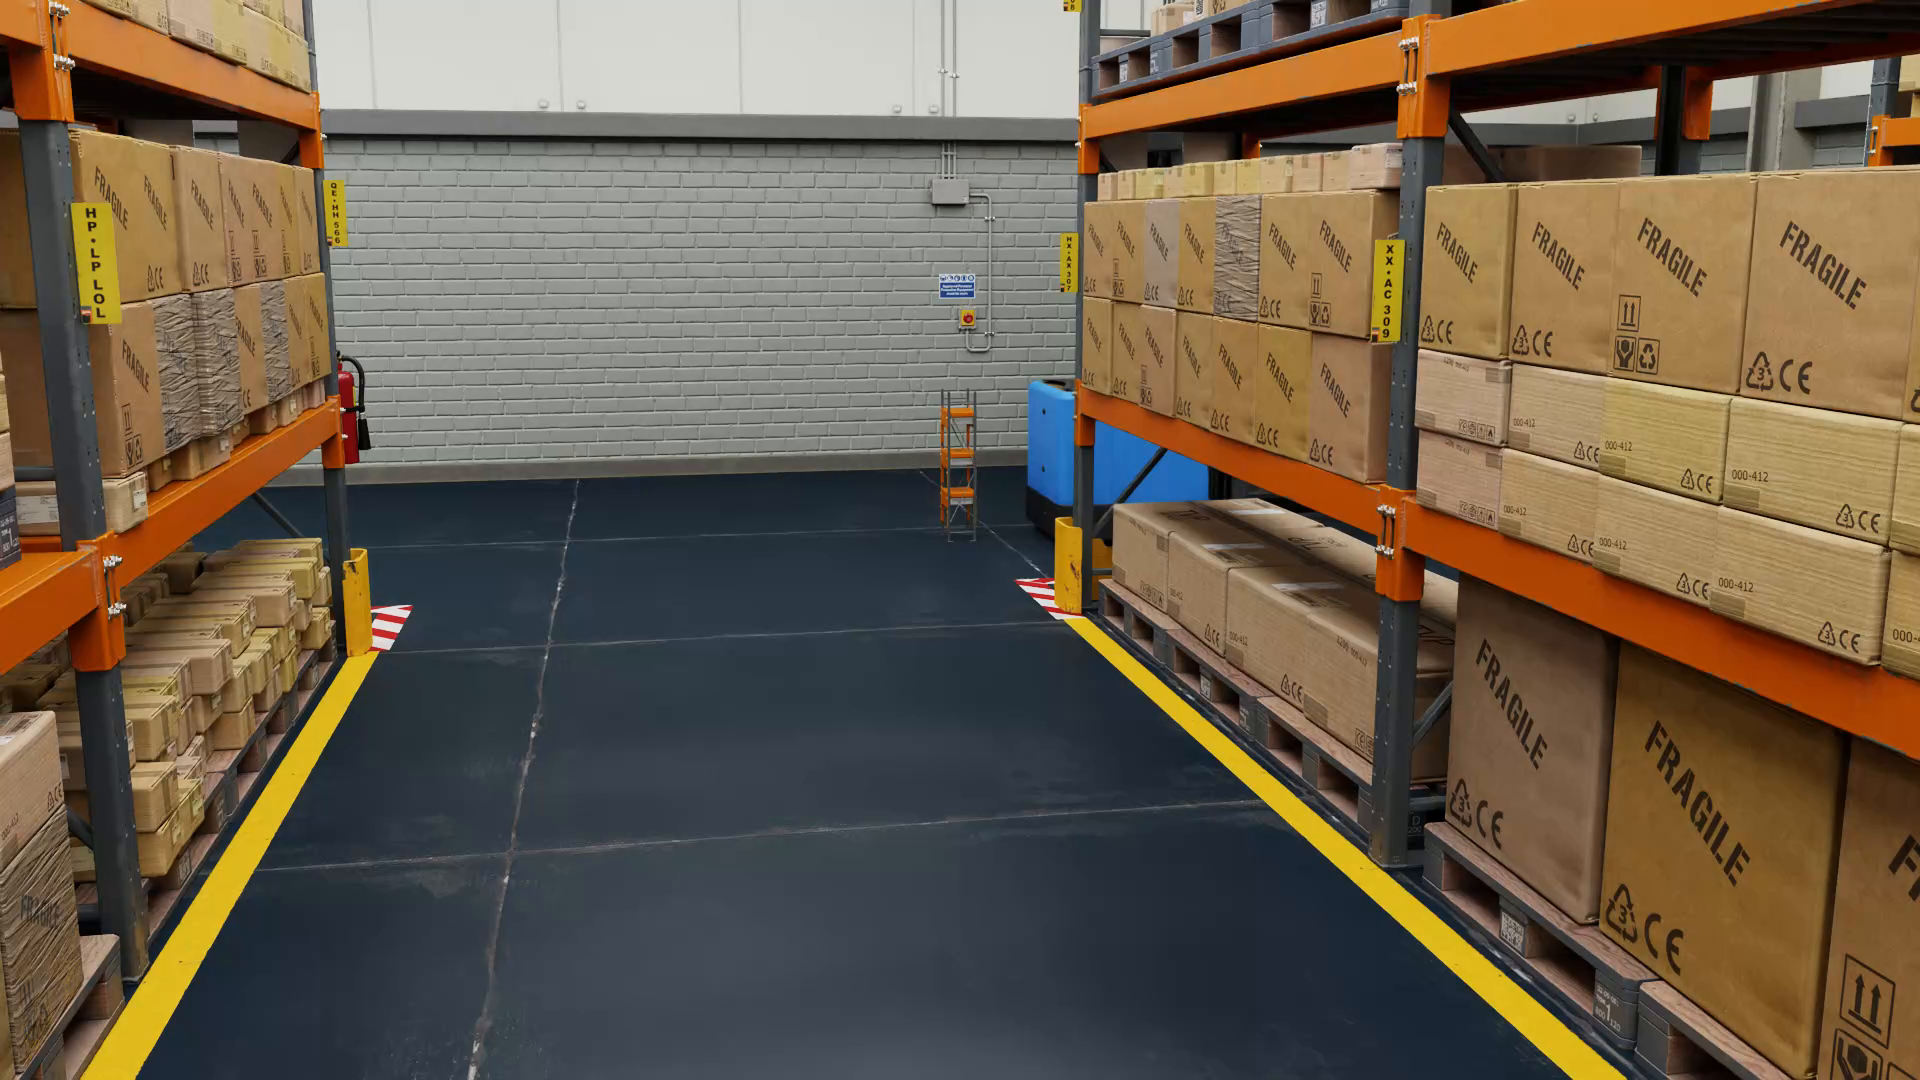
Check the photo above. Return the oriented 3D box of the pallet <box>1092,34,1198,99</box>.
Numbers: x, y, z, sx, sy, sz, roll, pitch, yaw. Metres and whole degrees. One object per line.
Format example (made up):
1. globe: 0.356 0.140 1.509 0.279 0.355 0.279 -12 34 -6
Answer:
1. pallet: 1.308 -2.392 8.458 1.003 0.211 1.213 -2 11 -11

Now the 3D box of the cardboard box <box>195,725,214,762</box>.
1. cardboard box: -2.996 0.764 6.159 0.380 0.149 0.250 -3 11 -13

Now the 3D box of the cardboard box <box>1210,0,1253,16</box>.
1. cardboard box: 1.398 -2.501 7.134 0.500 0.500 0.500 -2 11 -10

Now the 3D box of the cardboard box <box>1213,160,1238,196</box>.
1. cardboard box: 1.310 -1.550 7.139 0.380 0.149 0.250 -2 11 -11

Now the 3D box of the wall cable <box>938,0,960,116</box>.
1. wall cable: -0.229 -5.078 14.310 0.463 3.000 0.029 -2 11 -11

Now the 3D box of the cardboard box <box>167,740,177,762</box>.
1. cardboard box: -2.881 0.717 5.610 0.380 0.149 0.250 -2 11 -11

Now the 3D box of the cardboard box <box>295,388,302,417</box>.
1. cardboard box: -3.267 -0.634 7.678 0.380 0.149 0.250 -2 11 -12

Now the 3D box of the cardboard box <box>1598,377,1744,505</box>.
1. cardboard box: 1.941 -0.257 4.090 0.500 0.250 0.500 -2 11 -10

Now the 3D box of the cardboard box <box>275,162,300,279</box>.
1. cardboard box: -3.251 -1.418 7.388 0.500 0.500 0.500 -3 11 -13

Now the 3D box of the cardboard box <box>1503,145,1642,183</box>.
1. cardboard box: 2.125 -1.291 5.779 0.380 0.149 0.250 -2 11 -12

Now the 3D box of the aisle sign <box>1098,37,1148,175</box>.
1. aisle sign: 0.855 -2.378 9.214 0.394 0.787 0.004 -2 11 -11

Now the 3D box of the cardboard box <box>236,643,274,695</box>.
1. cardboard box: -2.971 0.522 6.638 0.380 0.149 0.250 -2 11 -10

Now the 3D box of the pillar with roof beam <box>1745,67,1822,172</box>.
1. pillar with roof beam: 2.159 -4.597 11.782 9.100 9.000 0.400 -2 11 -11

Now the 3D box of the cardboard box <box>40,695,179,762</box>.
1. cardboard box: -2.764 0.613 5.366 0.380 0.149 0.250 -2 11 -8

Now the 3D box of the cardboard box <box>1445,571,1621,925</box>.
1. cardboard box: 2.130 0.584 5.166 0.875 0.875 0.875 -2 11 -9

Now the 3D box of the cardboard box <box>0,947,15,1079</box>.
1. cardboard box: -2.414 1.076 3.581 0.500 0.500 0.500 -2 11 -12

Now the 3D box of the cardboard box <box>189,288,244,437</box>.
1. cardboard box: -2.919 -0.645 6.002 0.500 0.500 0.500 -2 11 -12

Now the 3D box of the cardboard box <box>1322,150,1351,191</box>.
1. cardboard box: 1.576 -1.367 6.178 0.380 0.149 0.250 -2 11 -11

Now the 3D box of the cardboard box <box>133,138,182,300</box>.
1. cardboard box: -2.869 -1.038 5.393 0.500 0.500 0.500 -2 11 -13

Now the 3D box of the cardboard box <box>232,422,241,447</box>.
1. cardboard box: -3.110 -0.439 6.653 0.380 0.149 0.250 -2 11 -10

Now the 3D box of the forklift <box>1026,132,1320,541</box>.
1. forklift: 2.050 -1.511 11.795 3.031 2.935 1.130 -2 11 -11

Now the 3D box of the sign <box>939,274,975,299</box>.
1. sign: -0.025 -2.274 14.897 0.327 0.218 0.001 -2 11 -11

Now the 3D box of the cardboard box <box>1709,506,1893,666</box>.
1. cardboard box: 2.032 0.081 3.650 0.500 0.250 0.500 -2 11 -12

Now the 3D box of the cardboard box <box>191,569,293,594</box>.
1. cardboard box: -3.175 0.231 7.370 0.380 0.149 0.250 -3 11 -13

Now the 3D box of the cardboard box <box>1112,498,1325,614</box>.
1. cardboard box: 1.380 0.072 9.027 0.875 0.438 0.875 -3 11 -13

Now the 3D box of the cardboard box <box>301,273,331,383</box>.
1. cardboard box: -3.343 -1.022 7.979 0.500 0.500 0.500 -2 11 -10

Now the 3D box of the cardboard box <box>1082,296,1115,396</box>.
1. cardboard box: 0.965 -1.049 8.917 0.500 0.500 0.500 -2 11 -11

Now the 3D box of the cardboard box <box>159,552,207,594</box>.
1. cardboard box: -3.742 0.157 7.759 0.380 0.149 0.250 -2 11 -10

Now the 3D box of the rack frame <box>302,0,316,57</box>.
1. rack frame: -3.682 -3.847 7.839 1.000 3.000 0.127 -2 11 -11

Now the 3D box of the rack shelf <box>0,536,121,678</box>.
1. rack shelf: -2.515 0.554 2.686 1.077 0.370 4.000 -2 11 -11

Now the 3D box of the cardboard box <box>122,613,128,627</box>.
1. cardboard box: -3.496 0.394 6.514 0.380 0.149 0.250 -2 11 -11

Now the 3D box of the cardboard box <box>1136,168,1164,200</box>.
1. cardboard box: 1.079 -1.737 8.124 0.380 0.149 0.250 -2 11 -13

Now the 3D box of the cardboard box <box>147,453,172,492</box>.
1. cardboard box: -2.912 -0.248 5.649 0.380 0.149 0.250 -3 11 -14

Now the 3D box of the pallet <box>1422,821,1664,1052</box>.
1. pallet: 2.155 1.144 5.121 1.003 0.211 1.213 -2 11 -11

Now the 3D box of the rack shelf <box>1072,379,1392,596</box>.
1. rack shelf: 1.542 -0.378 7.583 1.077 0.370 4.000 -2 11 -11

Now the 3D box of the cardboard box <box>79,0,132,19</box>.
1. cardboard box: -2.736 -1.660 4.776 0.500 0.250 0.500 -2 11 -8

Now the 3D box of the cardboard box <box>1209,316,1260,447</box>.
1. cardboard box: 1.373 -0.675 6.954 0.500 0.500 0.500 -2 11 -12

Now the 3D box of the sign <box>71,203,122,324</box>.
1. sign: -2.361 -0.756 4.547 0.100 0.325 0.005 -2 11 -11

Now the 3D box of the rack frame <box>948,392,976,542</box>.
1. rack frame: 0.013 -0.503 11.532 0.200 1.050 0.008 -2 11 -11

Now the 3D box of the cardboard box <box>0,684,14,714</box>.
1. cardboard box: -3.373 0.589 5.488 0.380 0.149 0.250 -2 11 -12

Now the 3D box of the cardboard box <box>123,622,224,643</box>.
1. cardboard box: -3.038 0.424 6.355 0.380 0.149 0.250 -3 11 -13

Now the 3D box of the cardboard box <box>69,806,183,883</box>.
1. cardboard box: -2.660 0.950 5.185 0.380 0.149 0.250 -3 11 -13

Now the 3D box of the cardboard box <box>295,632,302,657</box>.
1. cardboard box: -3.259 0.479 7.661 0.380 0.149 0.250 -2 11 -11

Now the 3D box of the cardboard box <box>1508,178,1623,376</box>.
1. cardboard box: 1.861 -0.721 4.522 0.500 0.500 0.500 -2 11 -11

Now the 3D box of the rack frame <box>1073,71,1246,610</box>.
1. rack frame: 1.153 -1.098 9.443 1.000 3.000 0.127 -2 11 -11

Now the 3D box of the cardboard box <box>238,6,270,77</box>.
1. cardboard box: -3.145 -2.041 6.775 0.500 0.250 0.500 -2 11 -9

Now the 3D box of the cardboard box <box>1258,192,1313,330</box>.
1. cardboard box: 1.478 -1.075 6.379 0.500 0.500 0.500 -2 11 -12

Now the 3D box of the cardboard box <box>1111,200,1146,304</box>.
1. cardboard box: 1.075 -1.445 8.327 0.500 0.500 0.500 -2 11 -13

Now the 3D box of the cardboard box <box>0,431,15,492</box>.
1. cardboard box: -2.633 -0.183 4.185 0.380 0.149 0.250 -2 11 -12

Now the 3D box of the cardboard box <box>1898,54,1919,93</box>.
1. cardboard box: 5.840 -2.734 9.621 0.500 0.250 0.500 -2 11 -12

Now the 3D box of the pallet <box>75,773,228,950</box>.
1. pallet: -3.070 1.082 5.447 1.003 0.211 1.213 -2 11 -11

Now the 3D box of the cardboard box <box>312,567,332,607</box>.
1. cardboard box: -3.300 0.235 8.146 0.380 0.149 0.250 -2 11 -13

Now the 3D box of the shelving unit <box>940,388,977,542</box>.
1. shelving unit: -0.010 -0.526 11.650 0.215 1.050 0.252 -2 11 -11
